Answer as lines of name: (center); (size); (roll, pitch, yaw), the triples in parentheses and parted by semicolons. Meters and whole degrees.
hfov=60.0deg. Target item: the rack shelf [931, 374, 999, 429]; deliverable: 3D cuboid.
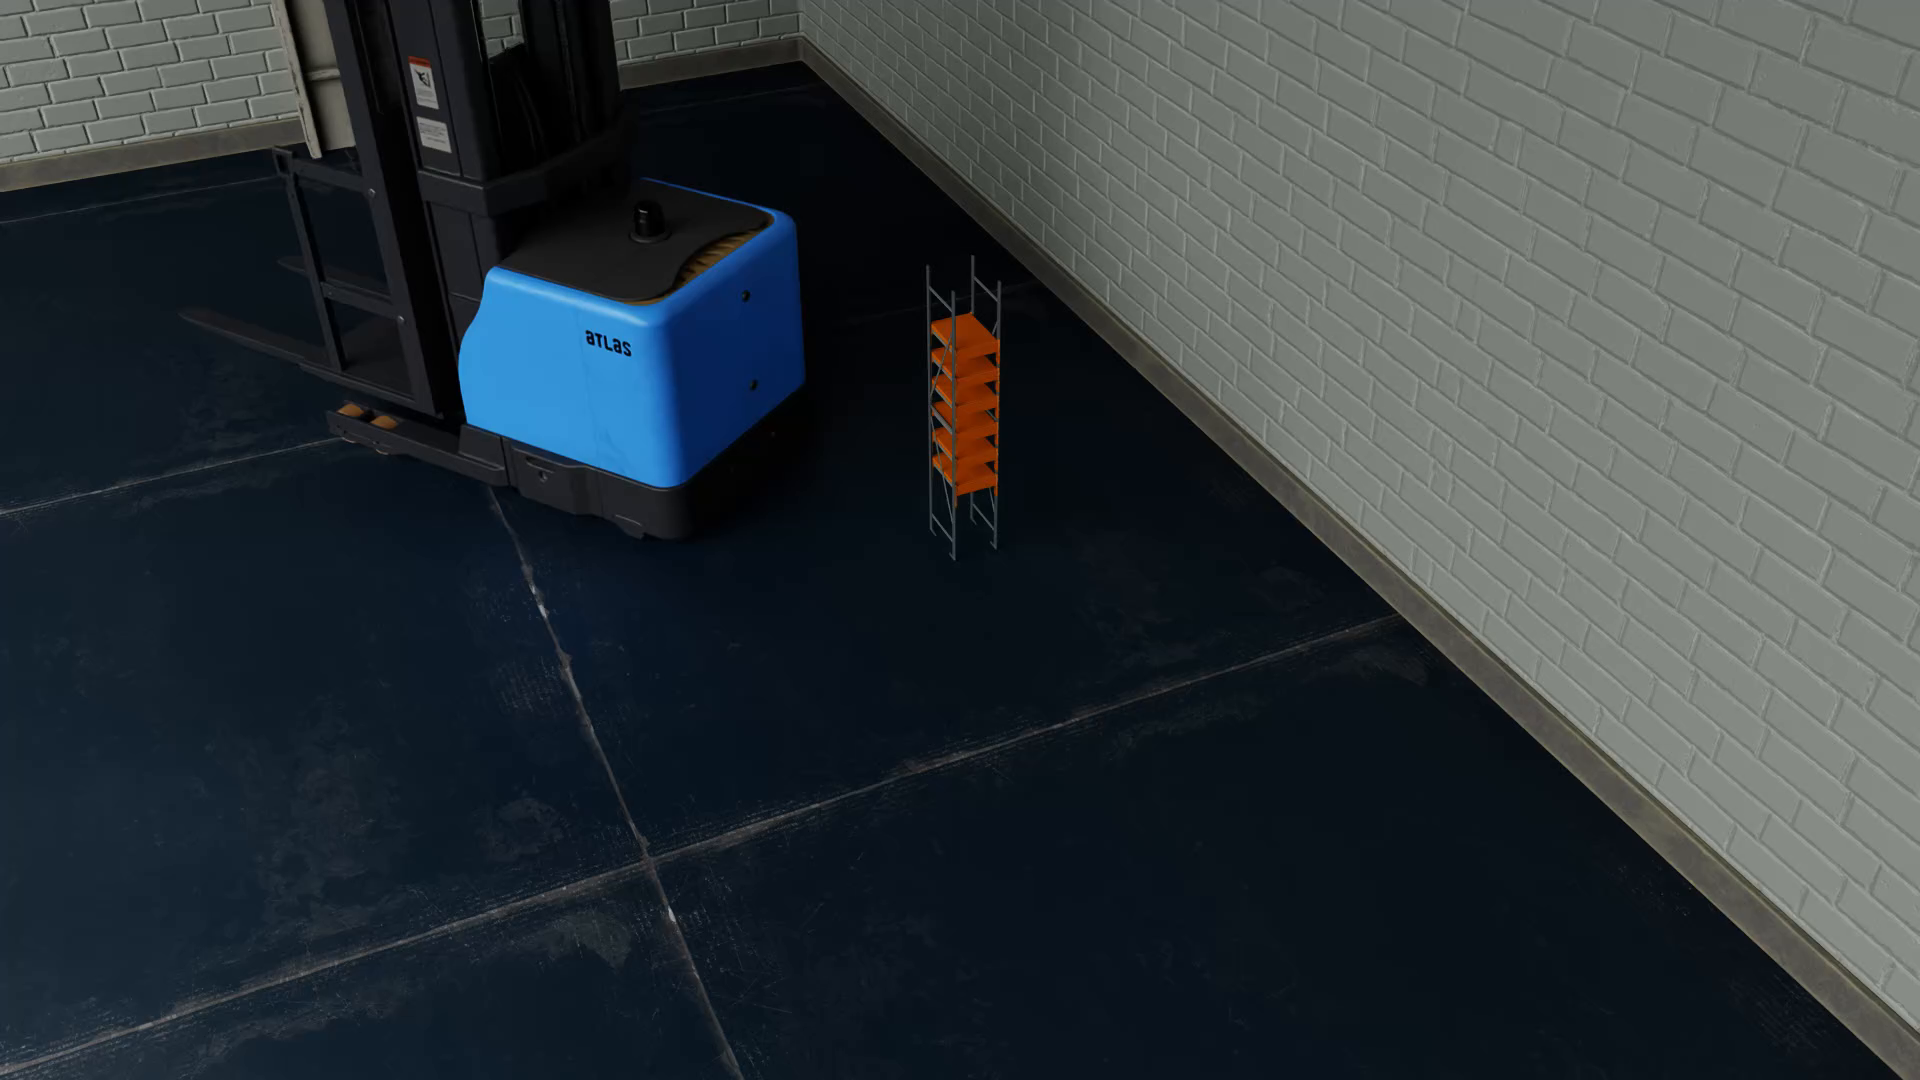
rack shelf: (0.013, -0.546, 6.352); (0.180, 0.103, 0.258); (-16, 39, -20)

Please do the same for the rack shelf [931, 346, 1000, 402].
rack shelf: (0.013, -0.643, 6.281); (0.180, 0.103, 0.258); (-16, 39, -20)

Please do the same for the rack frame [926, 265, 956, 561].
rack frame: (-0.070, -0.462, 6.366); (0.006, 1.200, 0.240); (-16, 39, -20)

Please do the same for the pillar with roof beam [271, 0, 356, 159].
pillar with roof beam: (-1.860, -3.665, 4.137); (0.400, 9.000, 9.100); (-16, 39, -20)

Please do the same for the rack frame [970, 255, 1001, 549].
rack frame: (0.096, -0.509, 6.429); (0.006, 1.200, 0.240); (-16, 39, -20)

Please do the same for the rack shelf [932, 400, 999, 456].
rack shelf: (0.013, -0.450, 6.424); (0.180, 0.103, 0.258); (-16, 39, -20)

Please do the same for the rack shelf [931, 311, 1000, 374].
rack shelf: (0.013, -0.739, 6.210); (0.180, 0.103, 0.258); (-16, 39, -20)

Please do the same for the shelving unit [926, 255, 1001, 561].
shelving unit: (0.013, -0.486, 6.398); (0.189, 1.200, 0.258); (-16, 39, -20)

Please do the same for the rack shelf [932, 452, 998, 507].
rack shelf: (0.013, -0.257, 6.567); (0.180, 0.103, 0.258); (-16, 39, -20)

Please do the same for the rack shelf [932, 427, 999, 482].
rack shelf: (0.013, -0.354, 6.495); (0.180, 0.103, 0.258); (-16, 39, -20)

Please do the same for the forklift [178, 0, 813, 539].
forklift: (-2.190, -1.806, 6.725); (3.031, 2.935, 1.130); (18, 40, 23)
